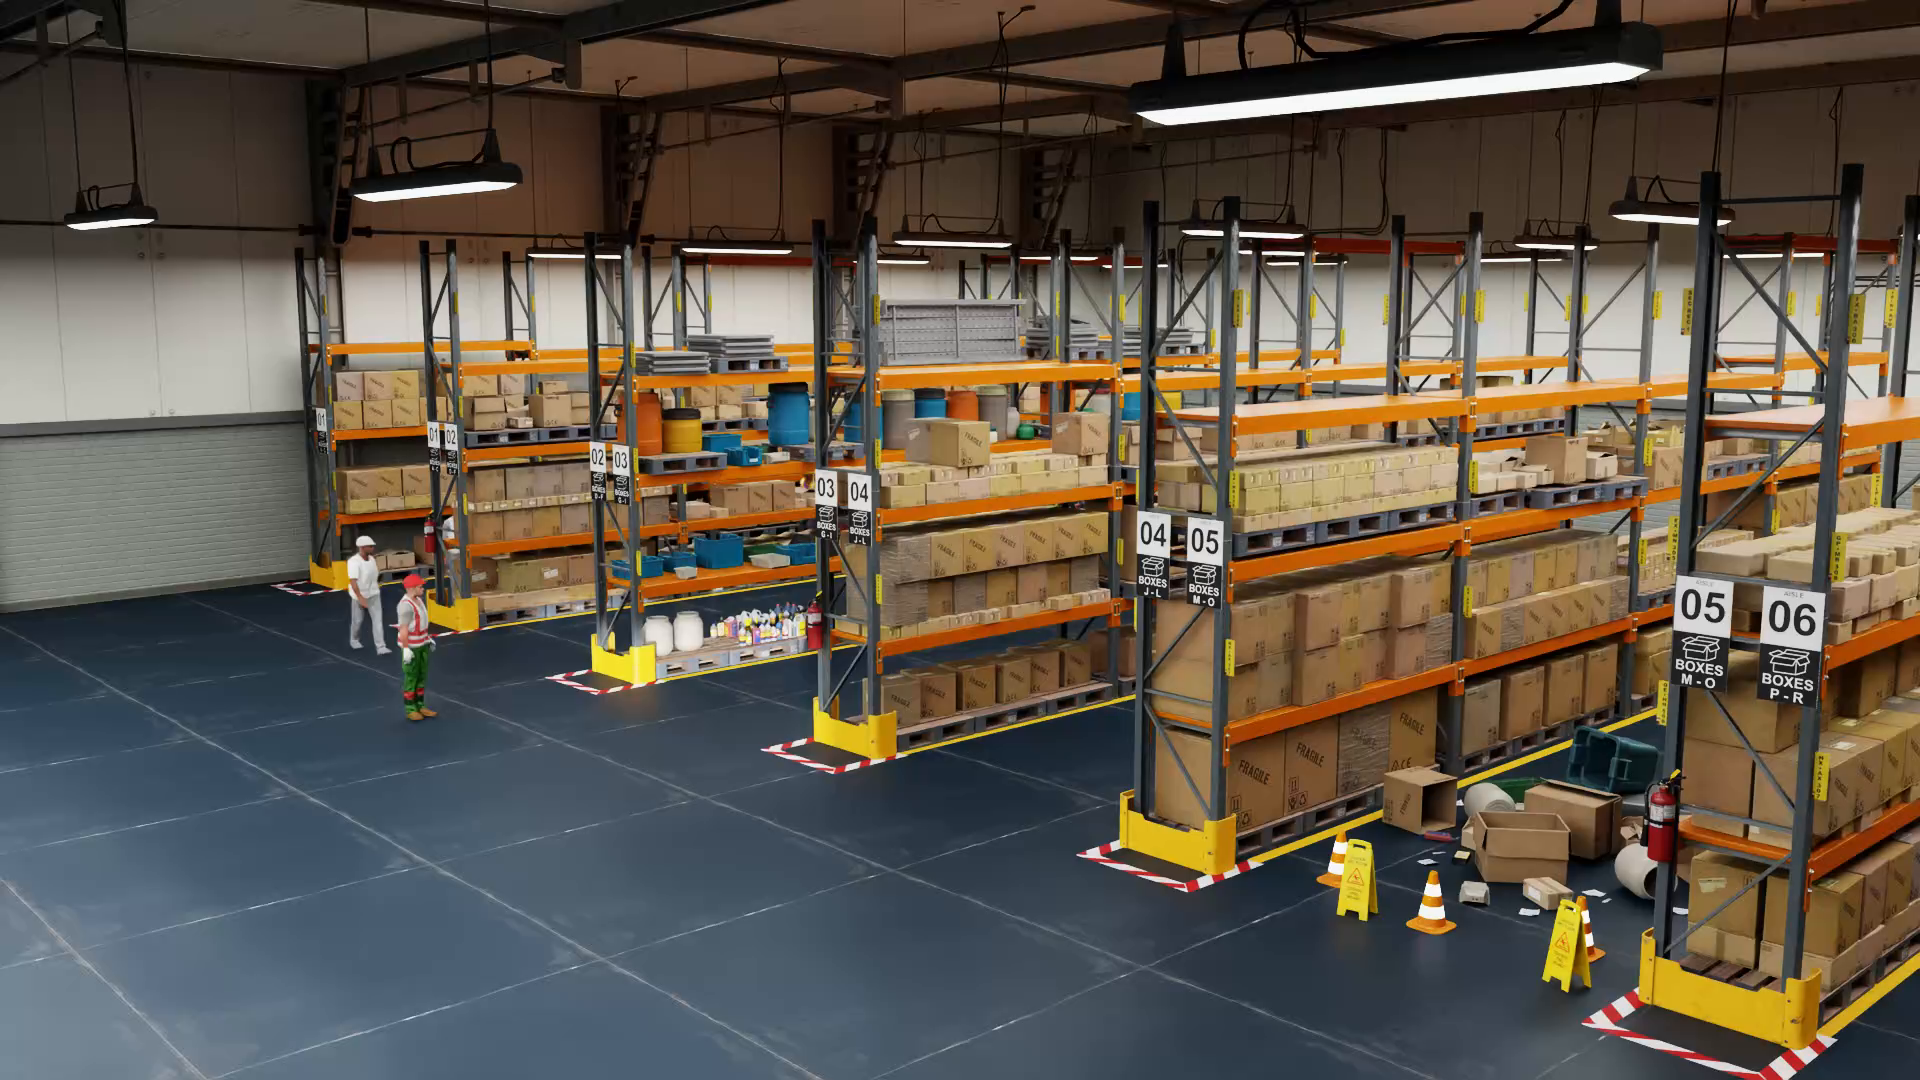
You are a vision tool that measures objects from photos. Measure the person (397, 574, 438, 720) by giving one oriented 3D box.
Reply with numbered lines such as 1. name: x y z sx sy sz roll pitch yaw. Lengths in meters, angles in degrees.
1. person: -6.673 1.303 20.356 0.375 1.795 0.582 1 8 8

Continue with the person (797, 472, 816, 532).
1. person: -3.010 -0.592 33.414 0.847 1.801 0.728 -7 11 -41

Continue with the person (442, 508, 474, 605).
1. person: -8.395 0.239 27.933 0.600 1.741 0.491 -3 9 -21

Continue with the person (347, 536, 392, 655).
1. person: -8.595 0.796 24.018 0.493 1.716 1.041 -6 10 -36
